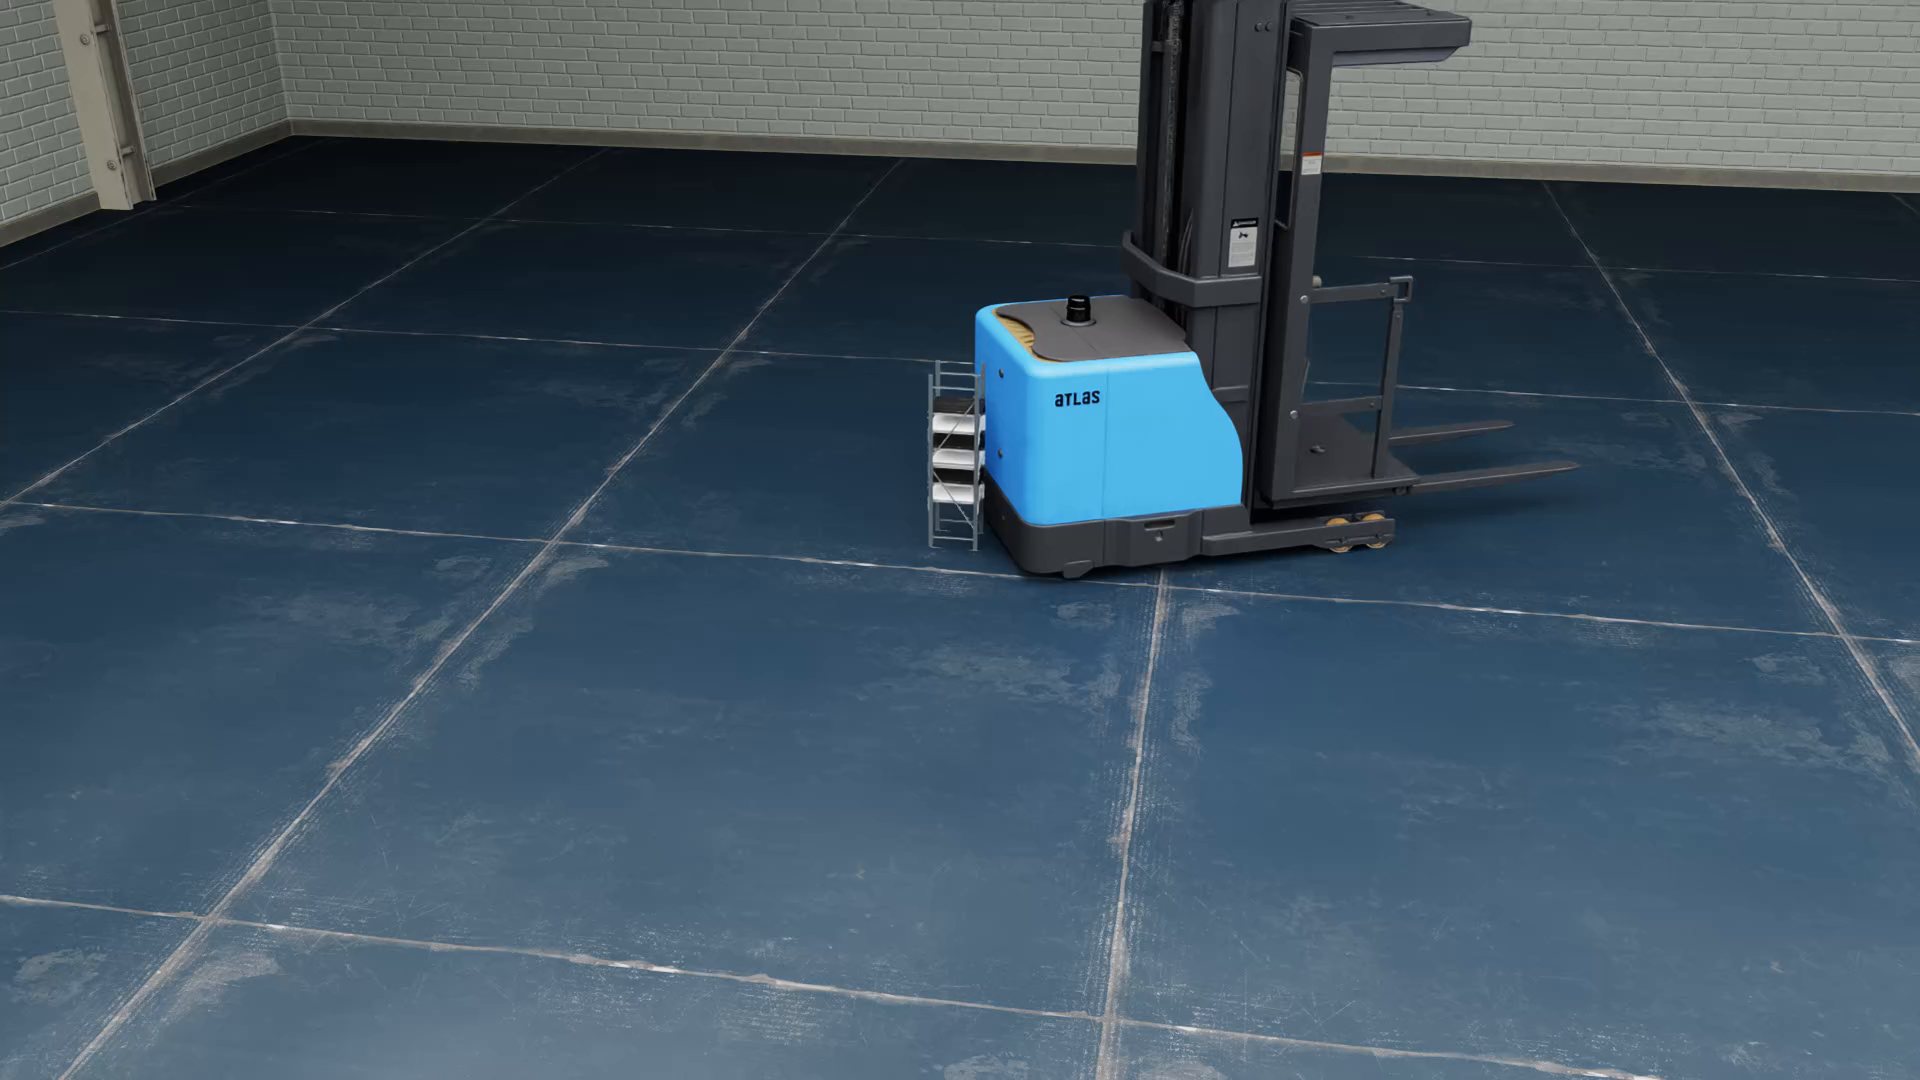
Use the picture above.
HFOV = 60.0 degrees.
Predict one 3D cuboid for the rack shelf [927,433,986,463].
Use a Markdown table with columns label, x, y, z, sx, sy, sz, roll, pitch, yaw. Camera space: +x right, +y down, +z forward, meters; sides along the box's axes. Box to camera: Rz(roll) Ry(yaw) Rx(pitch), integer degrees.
| label | x | y | z | sx | sy | sz | roll | pitch | yaw |
| --- | --- | --- | --- | --- | --- | --- | --- | --- | --- |
| rack shelf | -0.015 | -0.454 | 8.022 | 0.258 | 0.077 | 0.200 | 4 | 25 | 8 |

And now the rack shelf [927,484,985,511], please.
| label | x | y | z | sx | sy | sz | roll | pitch | yaw |
| --- | --- | --- | --- | --- | --- | --- | --- | --- | --- |
| rack shelf | -0.017 | -0.210 | 8.137 | 0.258 | 0.077 | 0.200 | 4 | 25 | 8 |

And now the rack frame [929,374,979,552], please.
| label | x | y | z | sx | sy | sz | roll | pitch | yaw |
| --- | --- | --- | --- | --- | --- | --- | --- | --- | --- |
| rack frame | -0.031 | -0.360 | 7.955 | 0.240 | 0.900 | 0.006 | 4 | 25 | 8 |

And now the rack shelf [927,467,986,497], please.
| label | x | y | z | sx | sy | sz | roll | pitch | yaw |
| --- | --- | --- | --- | --- | --- | --- | --- | --- | --- |
| rack shelf | -0.017 | -0.291 | 8.099 | 0.258 | 0.077 | 0.200 | 4 | 25 | 8 |

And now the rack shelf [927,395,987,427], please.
| label | x | y | z | sx | sy | sz | roll | pitch | yaw |
| --- | --- | --- | --- | --- | --- | --- | --- | --- | --- |
| rack shelf | -0.014 | -0.617 | 7.946 | 0.258 | 0.077 | 0.200 | 4 | 25 | 8 |

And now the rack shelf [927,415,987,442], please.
| label | x | y | z | sx | sy | sz | roll | pitch | yaw |
| --- | --- | --- | --- | --- | --- | --- | --- | --- | --- |
| rack shelf | -0.015 | -0.536 | 7.984 | 0.258 | 0.077 | 0.200 | 4 | 25 | 8 |

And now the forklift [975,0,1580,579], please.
| label | x | y | z | sx | sy | sz | roll | pitch | yaw |
| --- | --- | --- | --- | --- | --- | --- | --- | --- | --- |
| forklift | 1.637 | -1.475 | 7.944 | 3.031 | 2.935 | 1.130 | -6 | 26 | -13 |

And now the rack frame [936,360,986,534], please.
| label | x | y | z | sx | sy | sz | roll | pitch | yaw |
| --- | --- | --- | --- | --- | --- | --- | --- | --- | --- |
| rack frame | 0.000 | -0.445 | 8.137 | 0.240 | 0.900 | 0.006 | 4 | 25 | 8 |

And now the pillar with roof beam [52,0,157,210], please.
| label | x | y | z | sx | sy | sz | roll | pitch | yaw |
| --- | --- | --- | --- | --- | --- | --- | --- | --- | --- |
| pillar with roof beam | -3.024 | -6.714 | 11.980 | 9.100 | 9.000 | 0.400 | 4 | 25 | 9 |

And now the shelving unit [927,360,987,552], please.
| label | x | y | z | sx | sy | sz | roll | pitch | yaw |
| --- | --- | --- | --- | --- | --- | --- | --- | --- | --- |
| shelving unit | -0.016 | -0.403 | 8.046 | 0.258 | 0.900 | 0.210 | 4 | 25 | 8 |

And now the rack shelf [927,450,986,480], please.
| label | x | y | z | sx | sy | sz | roll | pitch | yaw |
| --- | --- | --- | --- | --- | --- | --- | --- | --- | --- |
| rack shelf | -0.016 | -0.373 | 8.060 | 0.258 | 0.077 | 0.200 | 4 | 25 | 8 |
